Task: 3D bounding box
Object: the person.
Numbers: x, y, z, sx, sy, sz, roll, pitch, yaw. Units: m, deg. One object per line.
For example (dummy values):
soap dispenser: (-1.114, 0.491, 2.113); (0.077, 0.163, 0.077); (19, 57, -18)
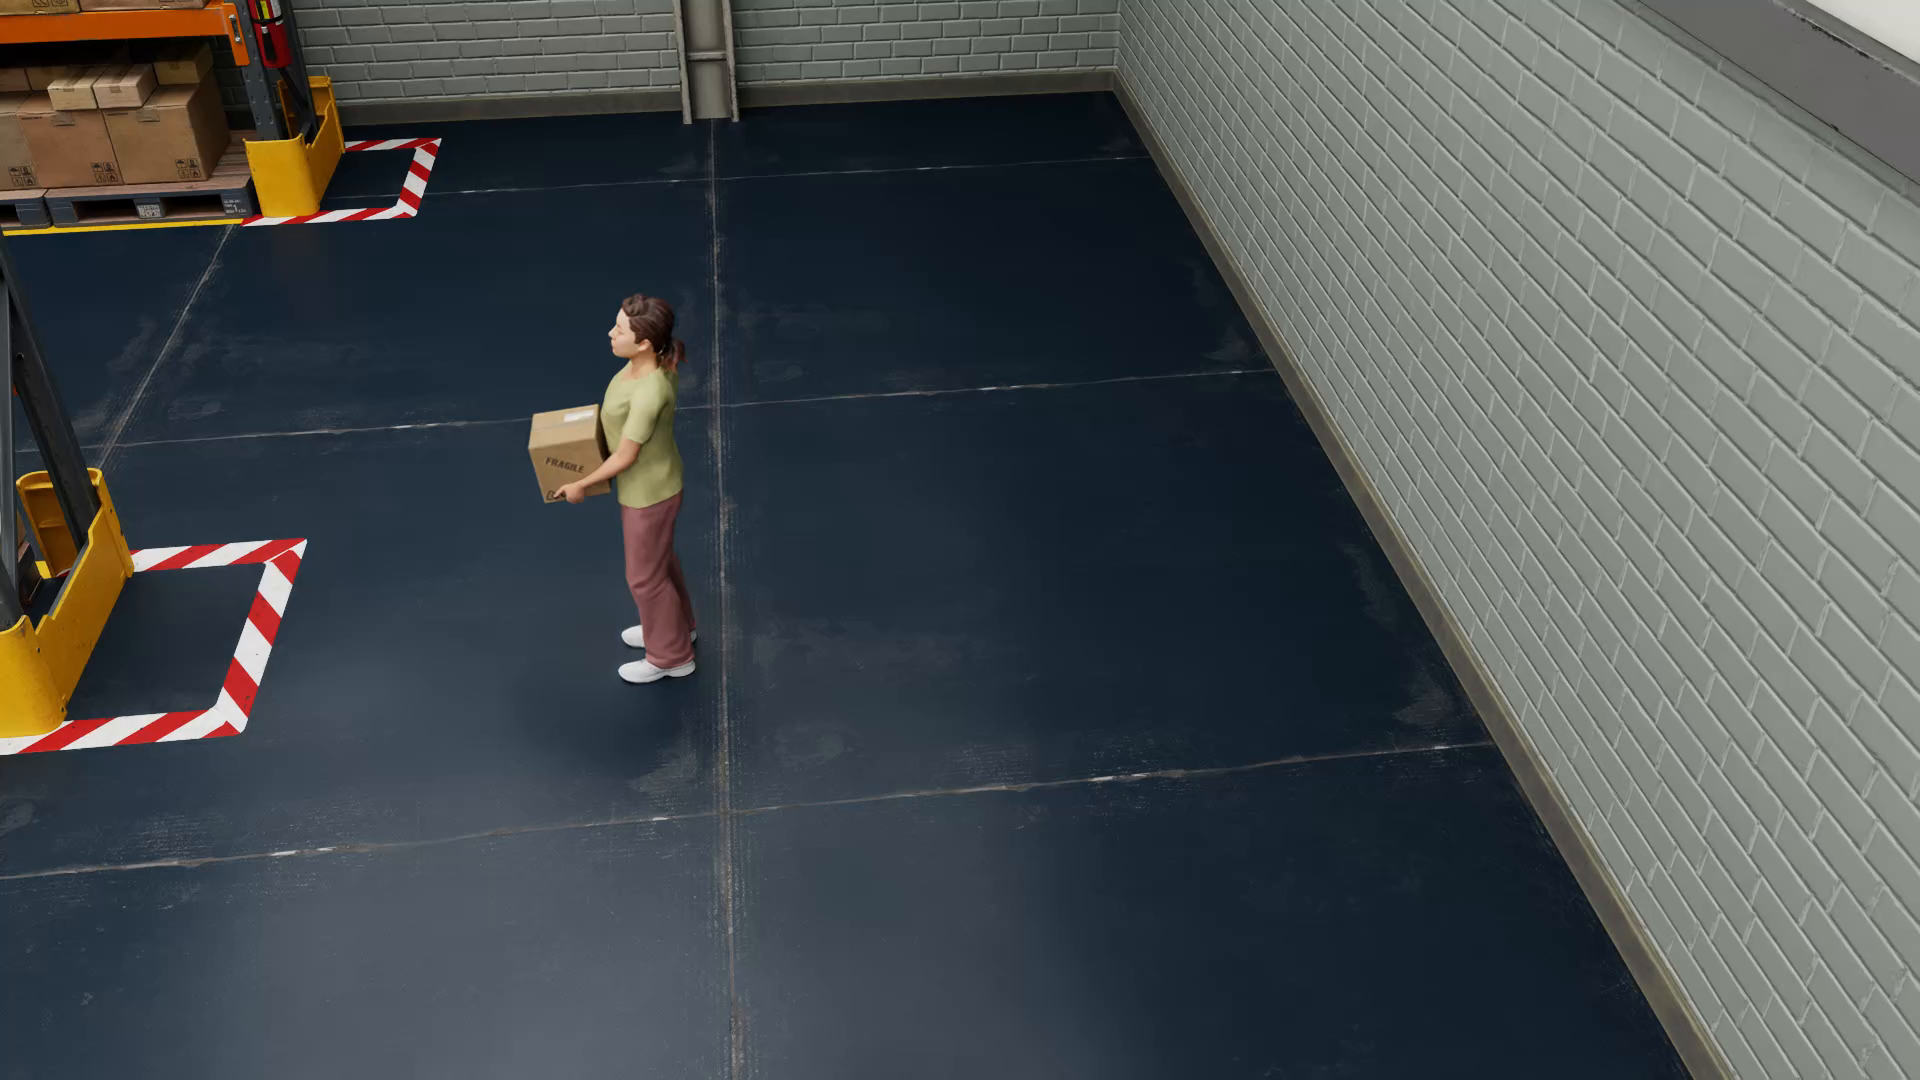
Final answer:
person: (-1.269, -0.182, 6.421); (0.550, 1.656, 0.431); (-4, 35, -6)
